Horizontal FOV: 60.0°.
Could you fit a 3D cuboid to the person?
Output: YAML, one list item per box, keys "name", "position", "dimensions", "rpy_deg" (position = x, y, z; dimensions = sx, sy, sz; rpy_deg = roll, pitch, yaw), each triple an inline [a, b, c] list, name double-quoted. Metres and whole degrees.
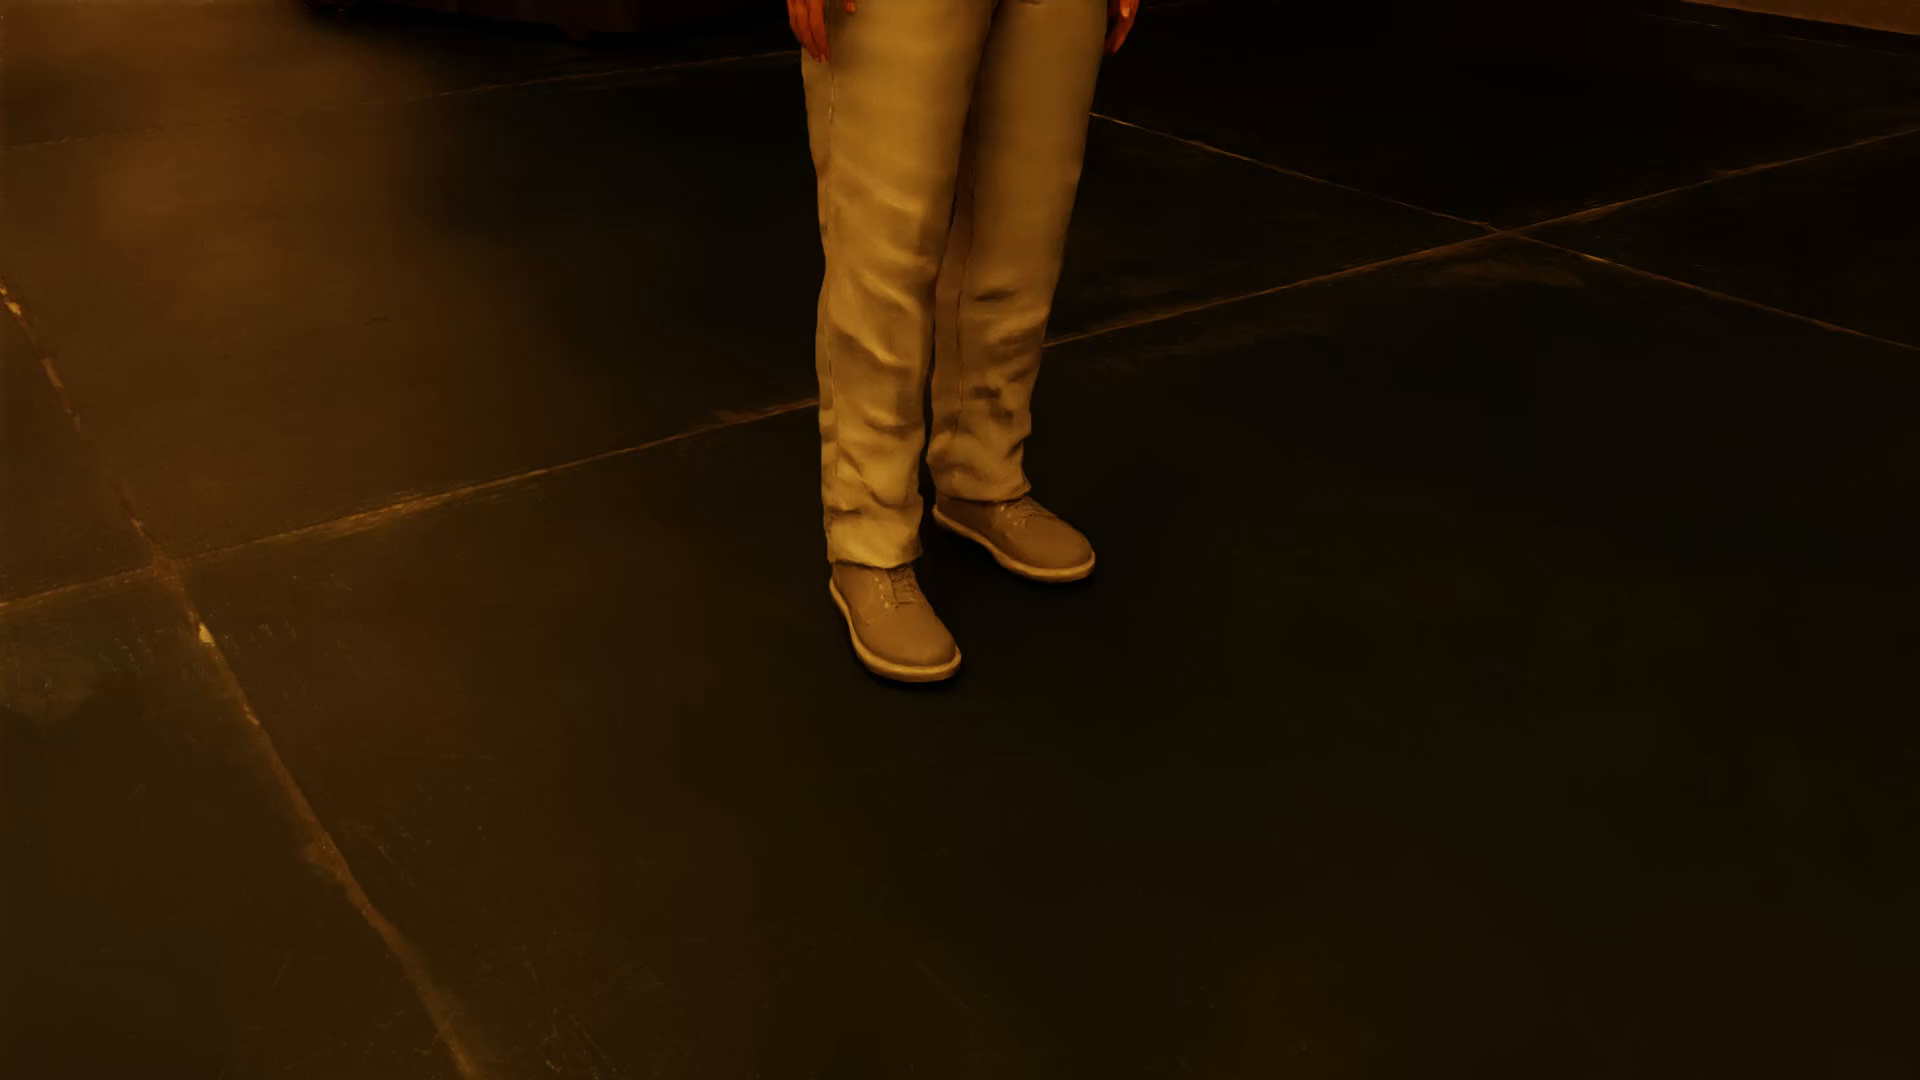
- name: "person"
  position: [0.025, -0.717, 2.055]
  dimensions: [0.598, 1.669, 0.529]
  rpy_deg: [-17, 31, -31]

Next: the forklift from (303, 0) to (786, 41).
- name: "forklift"
  position: [-2.142, -3.629, 6.466]
  dimensions: [3.031, 2.935, 1.130]
  rpy_deg: [17, 32, 31]
